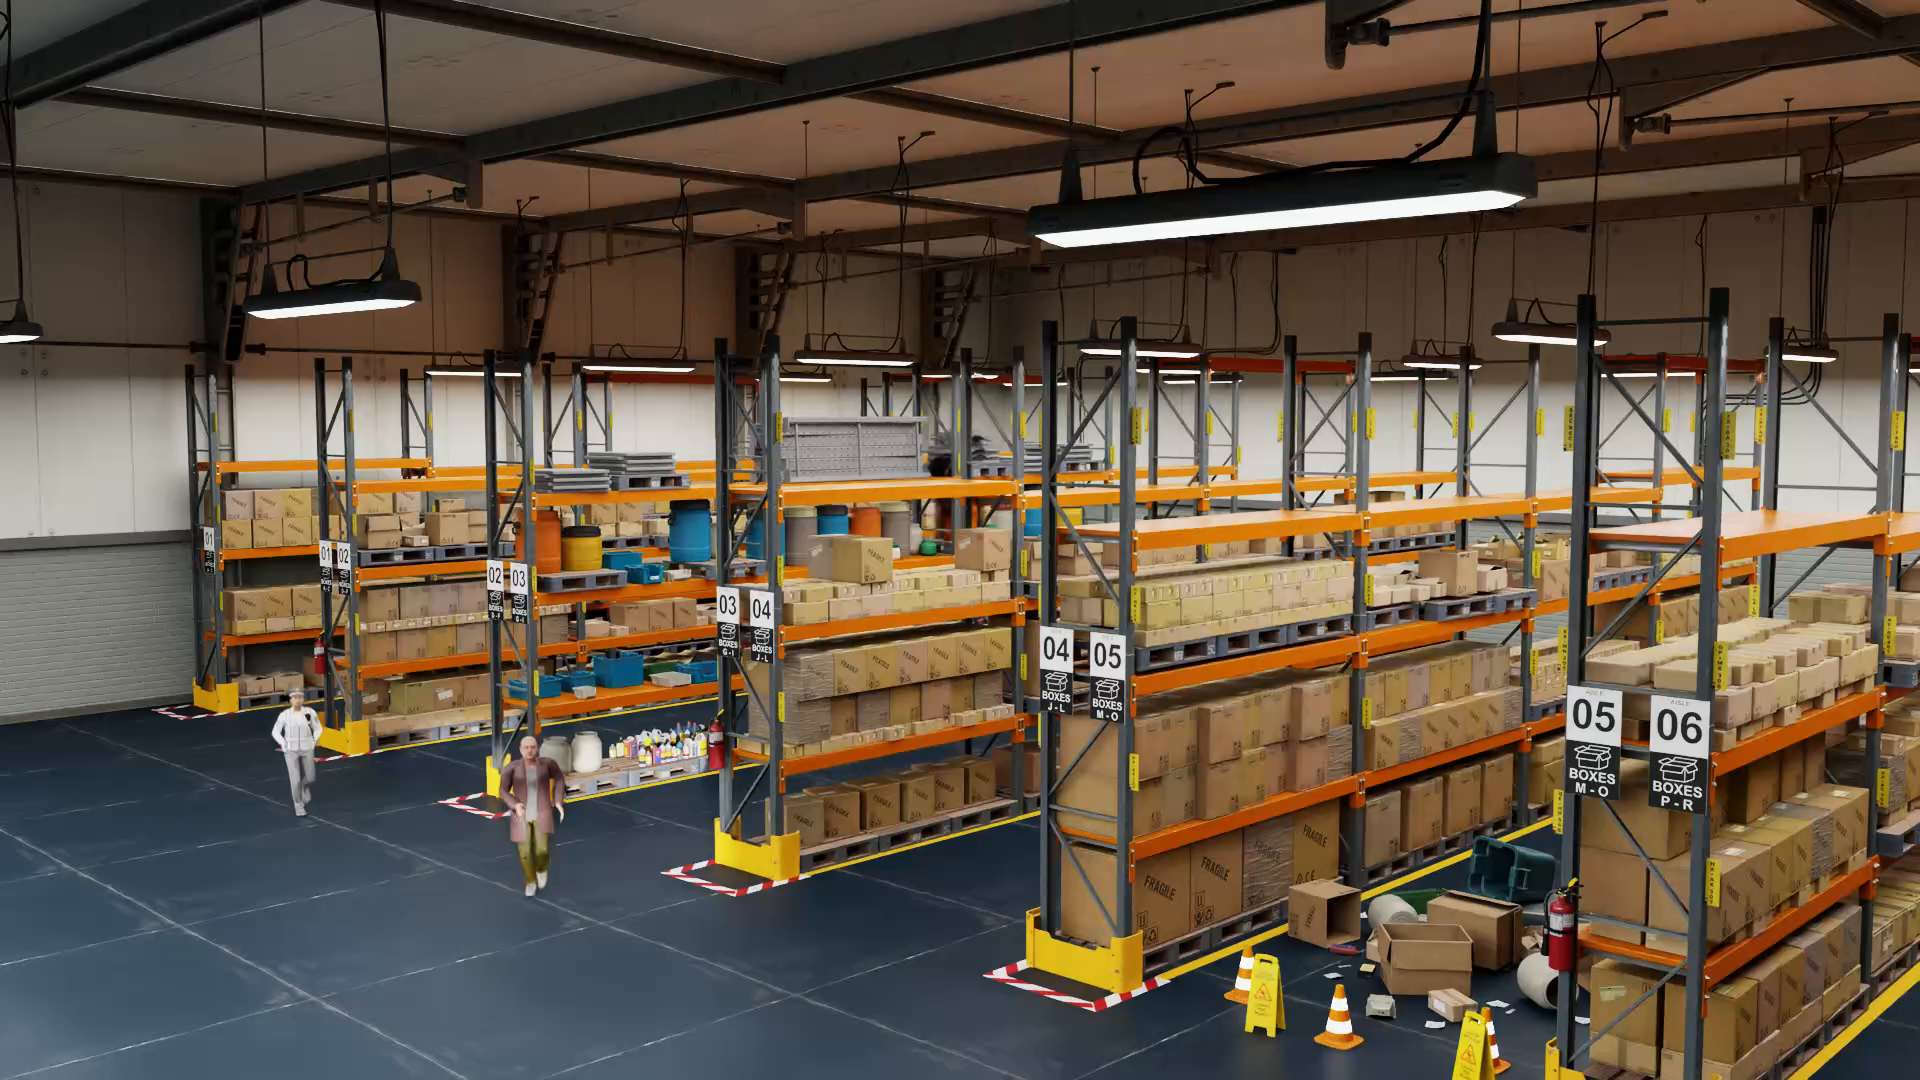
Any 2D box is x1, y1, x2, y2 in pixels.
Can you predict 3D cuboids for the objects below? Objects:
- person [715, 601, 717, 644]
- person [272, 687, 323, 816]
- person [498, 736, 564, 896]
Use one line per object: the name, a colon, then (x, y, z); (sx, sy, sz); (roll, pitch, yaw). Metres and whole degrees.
person: (-4.672, 1.783, 33.432); (0.652, 1.735, 0.814); (3, 5, 36)
person: (-8.524, 2.699, 21.417); (0.615, 1.648, 0.562); (-2, 5, -27)
person: (-4.543, 2.944, 17.664); (0.689, 1.733, 0.715); (-1, 5, -15)
